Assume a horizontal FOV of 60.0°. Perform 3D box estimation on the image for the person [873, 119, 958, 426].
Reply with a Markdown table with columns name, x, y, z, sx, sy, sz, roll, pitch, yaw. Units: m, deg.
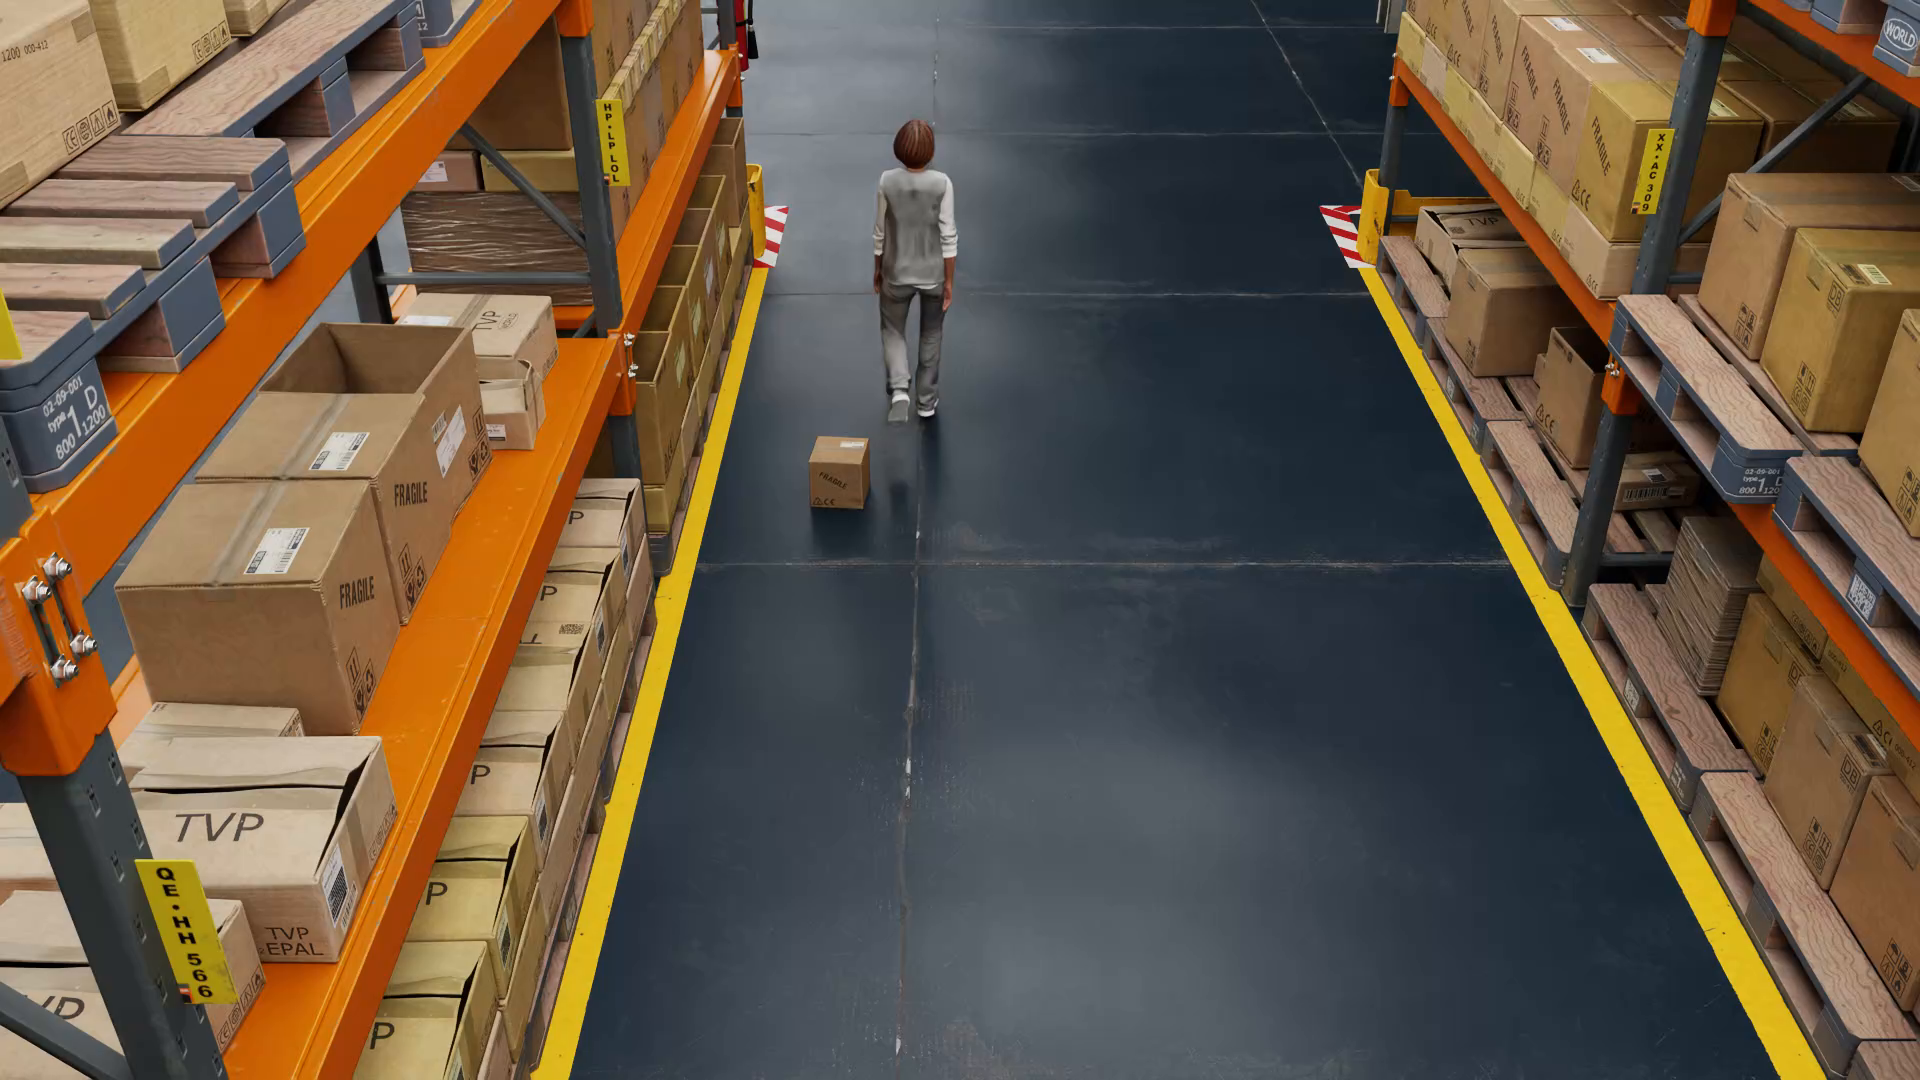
| name | x | y | z | sx | sy | sz | roll | pitch | yaw |
| --- | --- | --- | --- | --- | --- | --- | --- | --- | --- |
| person | -0.221 | -1.274 | 8.143 | 0.419 | 1.581 | 0.624 | 0 | 32 | 0 |
